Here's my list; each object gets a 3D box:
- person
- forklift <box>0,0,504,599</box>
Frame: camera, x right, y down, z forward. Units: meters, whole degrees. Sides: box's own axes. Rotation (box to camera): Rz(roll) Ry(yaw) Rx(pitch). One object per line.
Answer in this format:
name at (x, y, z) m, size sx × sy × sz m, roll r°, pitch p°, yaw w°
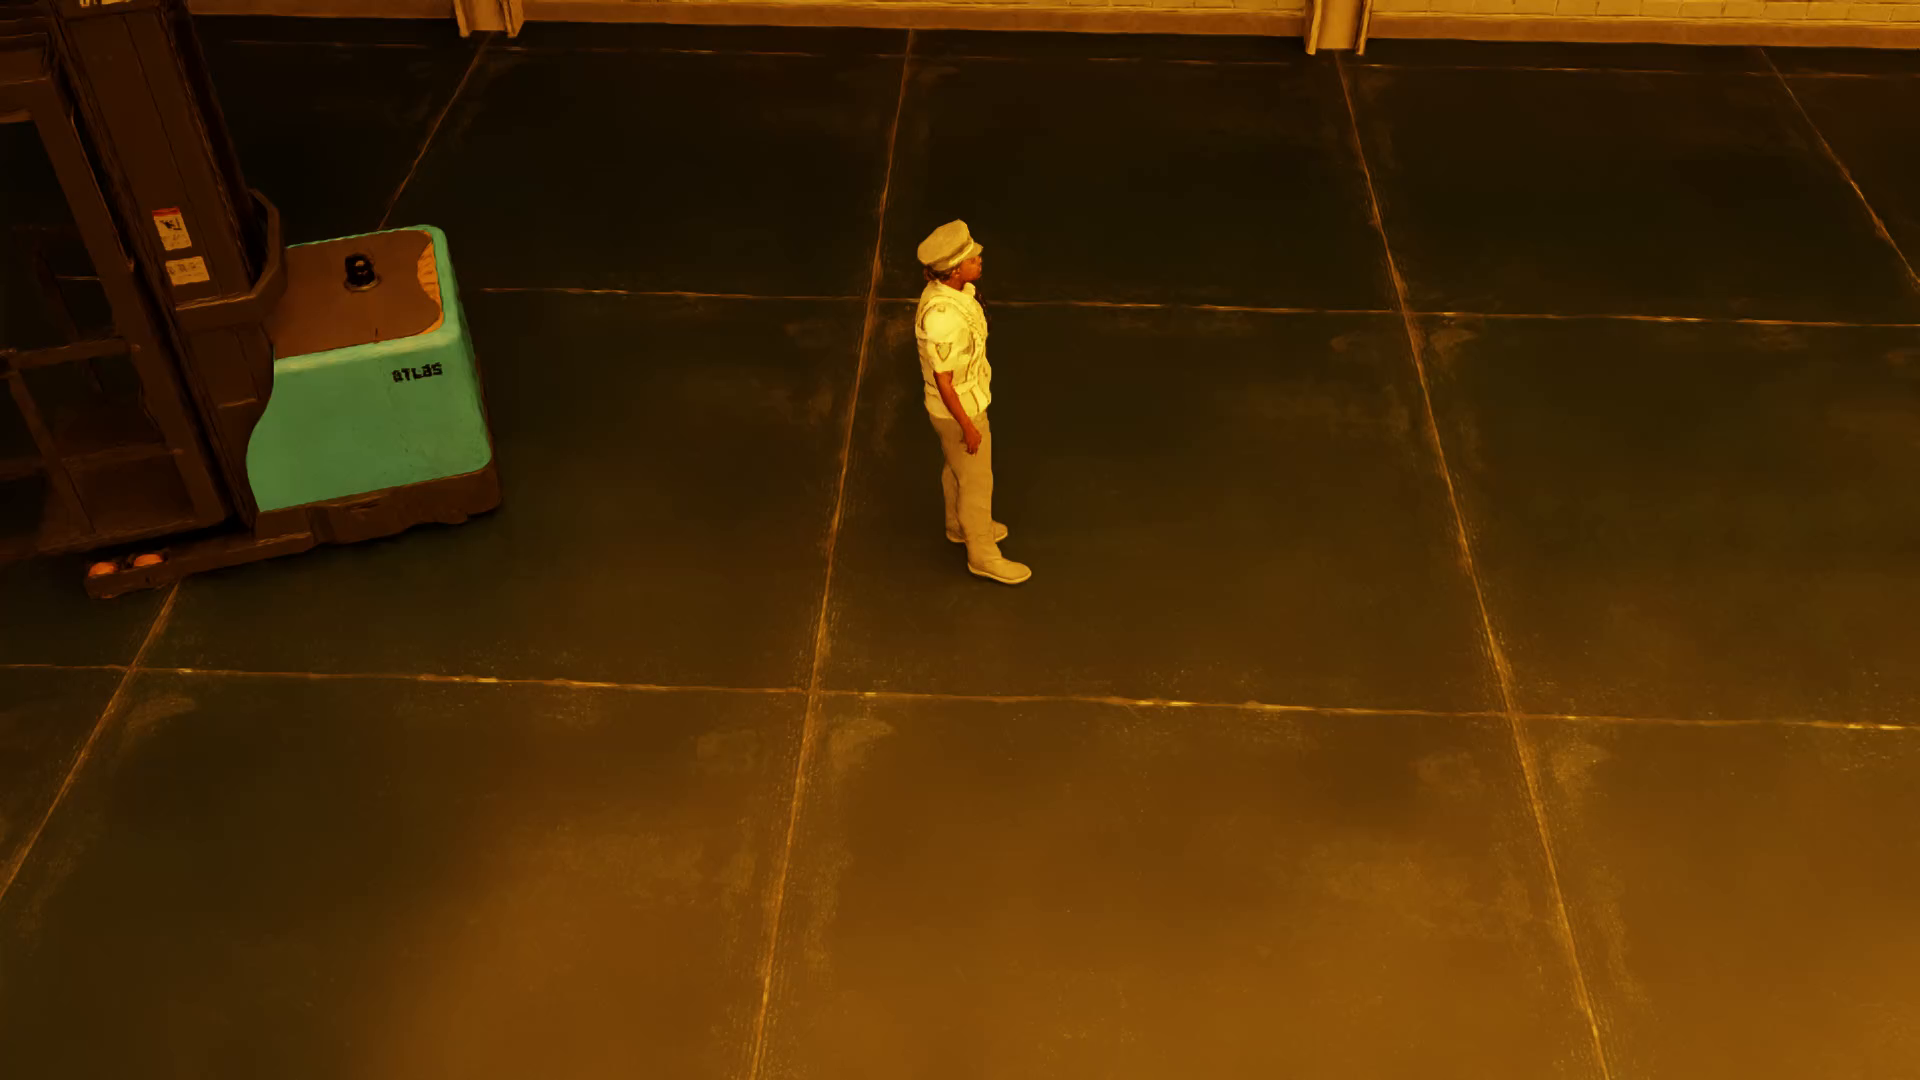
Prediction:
person at (0.074, -0.615, 7.324) m, size 0.529 × 1.693 × 0.570 m, roll 2°, pitch 42°, yaw 2°
forklift at (-3.781, -1.217, 7.075) m, size 3.031 × 2.935 × 1.130 m, roll -12°, pitch 44°, yaw -13°
